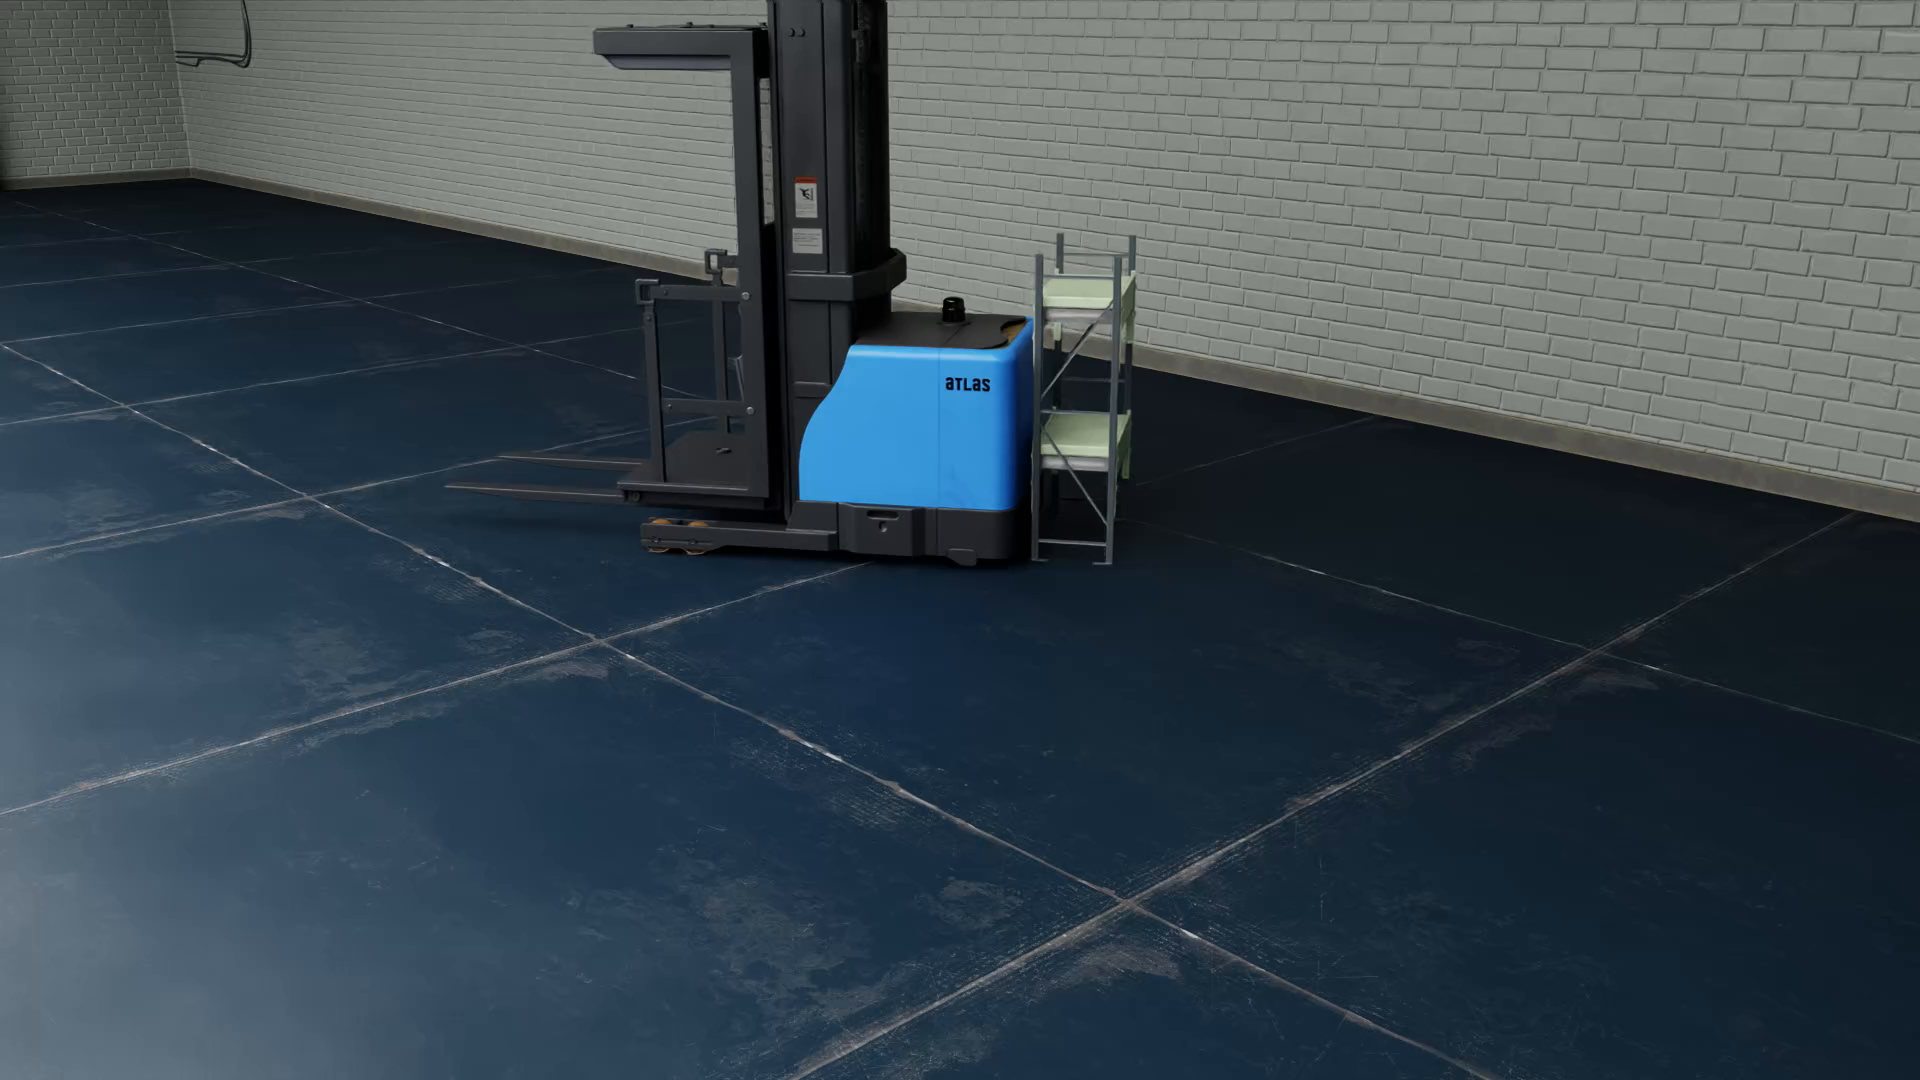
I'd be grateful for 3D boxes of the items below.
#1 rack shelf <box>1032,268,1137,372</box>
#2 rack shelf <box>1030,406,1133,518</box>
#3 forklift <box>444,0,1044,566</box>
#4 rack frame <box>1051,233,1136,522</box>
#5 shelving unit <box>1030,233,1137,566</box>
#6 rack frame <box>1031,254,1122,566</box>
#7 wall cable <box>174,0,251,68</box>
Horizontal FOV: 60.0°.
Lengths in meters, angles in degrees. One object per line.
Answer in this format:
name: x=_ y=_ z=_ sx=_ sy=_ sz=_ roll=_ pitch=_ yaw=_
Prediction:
rack shelf: x=0.617 y=-1.084 z=8.132 sx=0.431 sy=0.370 sz=0.720 roll=3 pitch=18 yaw=10
rack shelf: x=0.616 y=-0.403 z=8.353 sx=0.431 sy=0.370 sz=0.720 roll=3 pitch=18 yaw=10
forklift: x=-1.127 y=-1.473 z=8.276 sx=3.031 sy=2.935 sz=1.130 roll=3 pitch=18 yaw=10
rack frame: x=0.685 y=-0.824 z=8.595 sx=0.400 sy=1.500 sz=0.023 roll=3 pitch=18 yaw=10
shelving unit: x=0.617 y=-0.713 z=8.253 sx=0.431 sy=1.500 sz=0.755 roll=3 pitch=18 yaw=10
rack frame: x=0.548 y=-0.602 z=7.911 sx=0.400 sy=1.500 sz=0.023 roll=3 pitch=18 yaw=10
wall cable: x=-10.971 y=-8.110 z=23.943 sx=0.112 sy=2.526 sz=3.097 roll=-16 pitch=24 yaw=-41
